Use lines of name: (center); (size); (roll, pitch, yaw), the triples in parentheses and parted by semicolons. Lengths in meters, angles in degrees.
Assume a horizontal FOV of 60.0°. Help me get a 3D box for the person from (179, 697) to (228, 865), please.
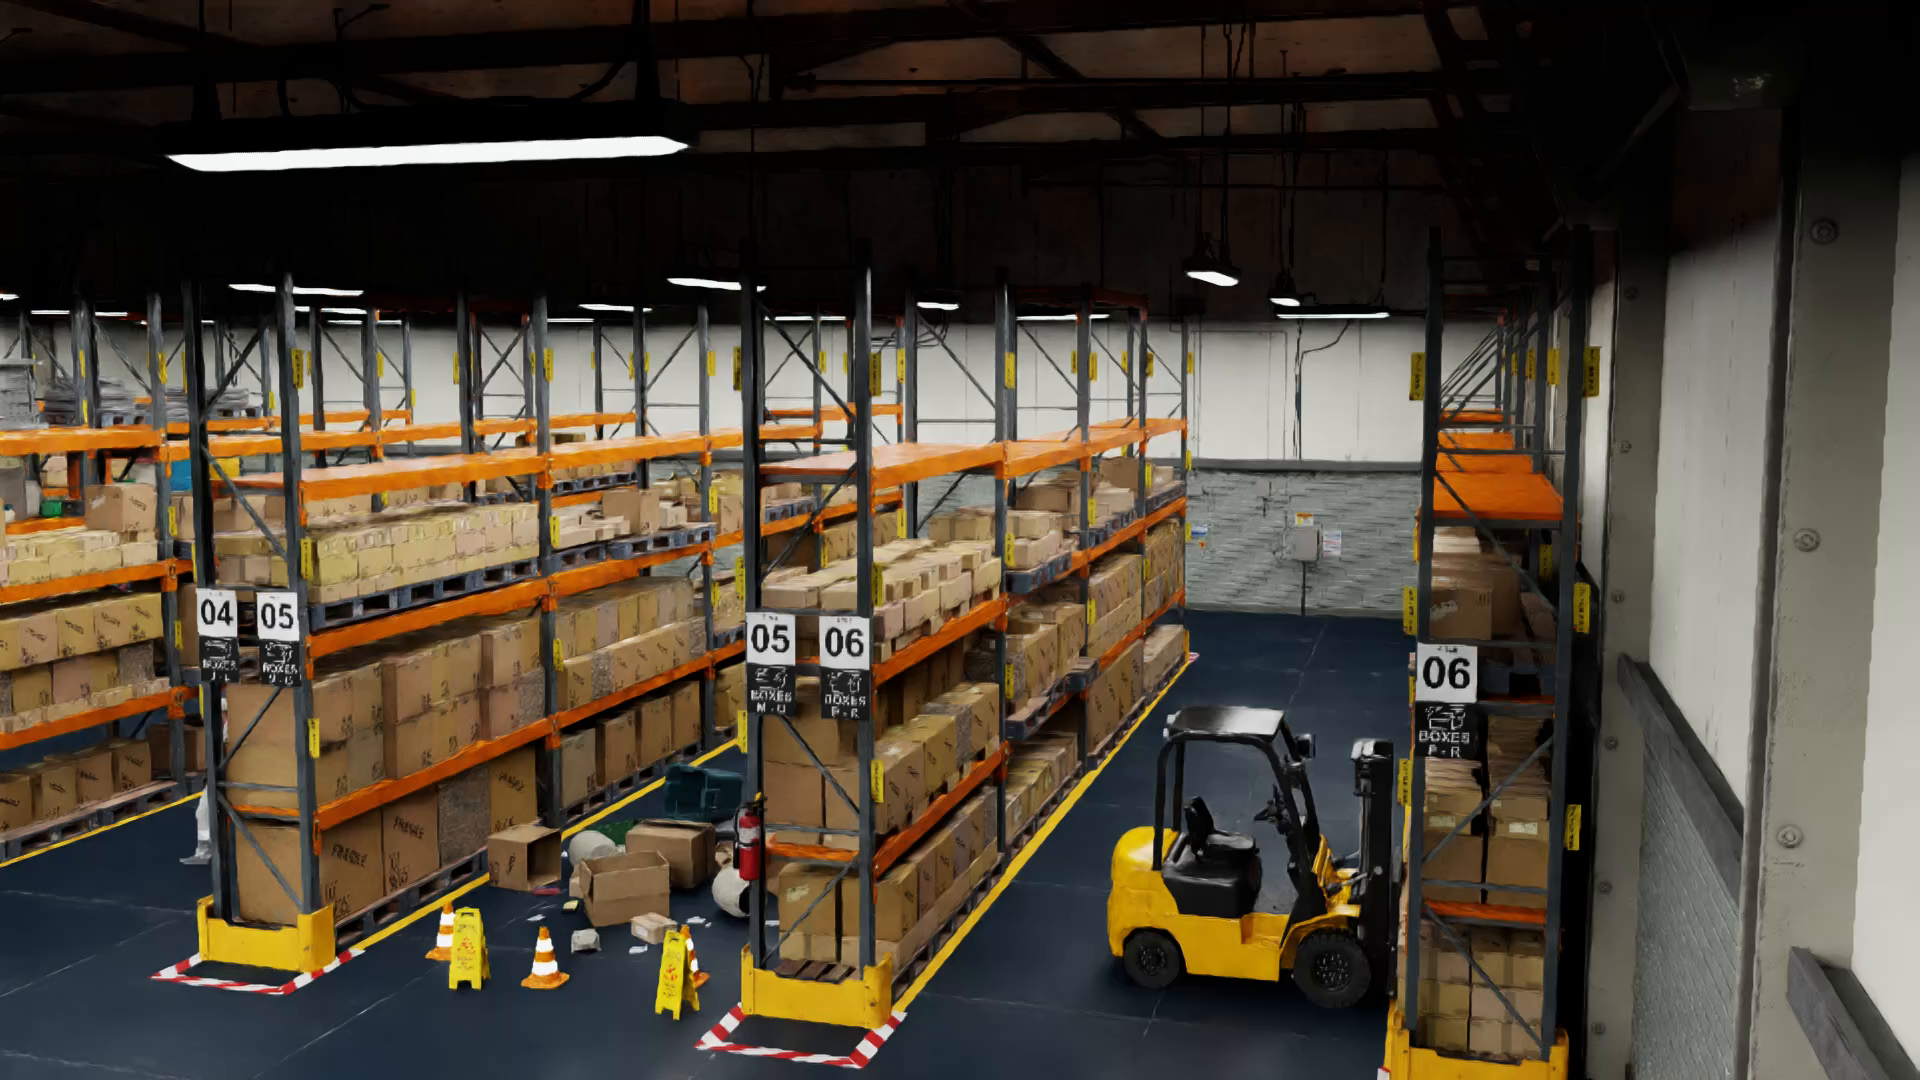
person: (-7.411, 2.426, 16.913); (0.596, 1.735, 0.987); (5, 8, 36)
